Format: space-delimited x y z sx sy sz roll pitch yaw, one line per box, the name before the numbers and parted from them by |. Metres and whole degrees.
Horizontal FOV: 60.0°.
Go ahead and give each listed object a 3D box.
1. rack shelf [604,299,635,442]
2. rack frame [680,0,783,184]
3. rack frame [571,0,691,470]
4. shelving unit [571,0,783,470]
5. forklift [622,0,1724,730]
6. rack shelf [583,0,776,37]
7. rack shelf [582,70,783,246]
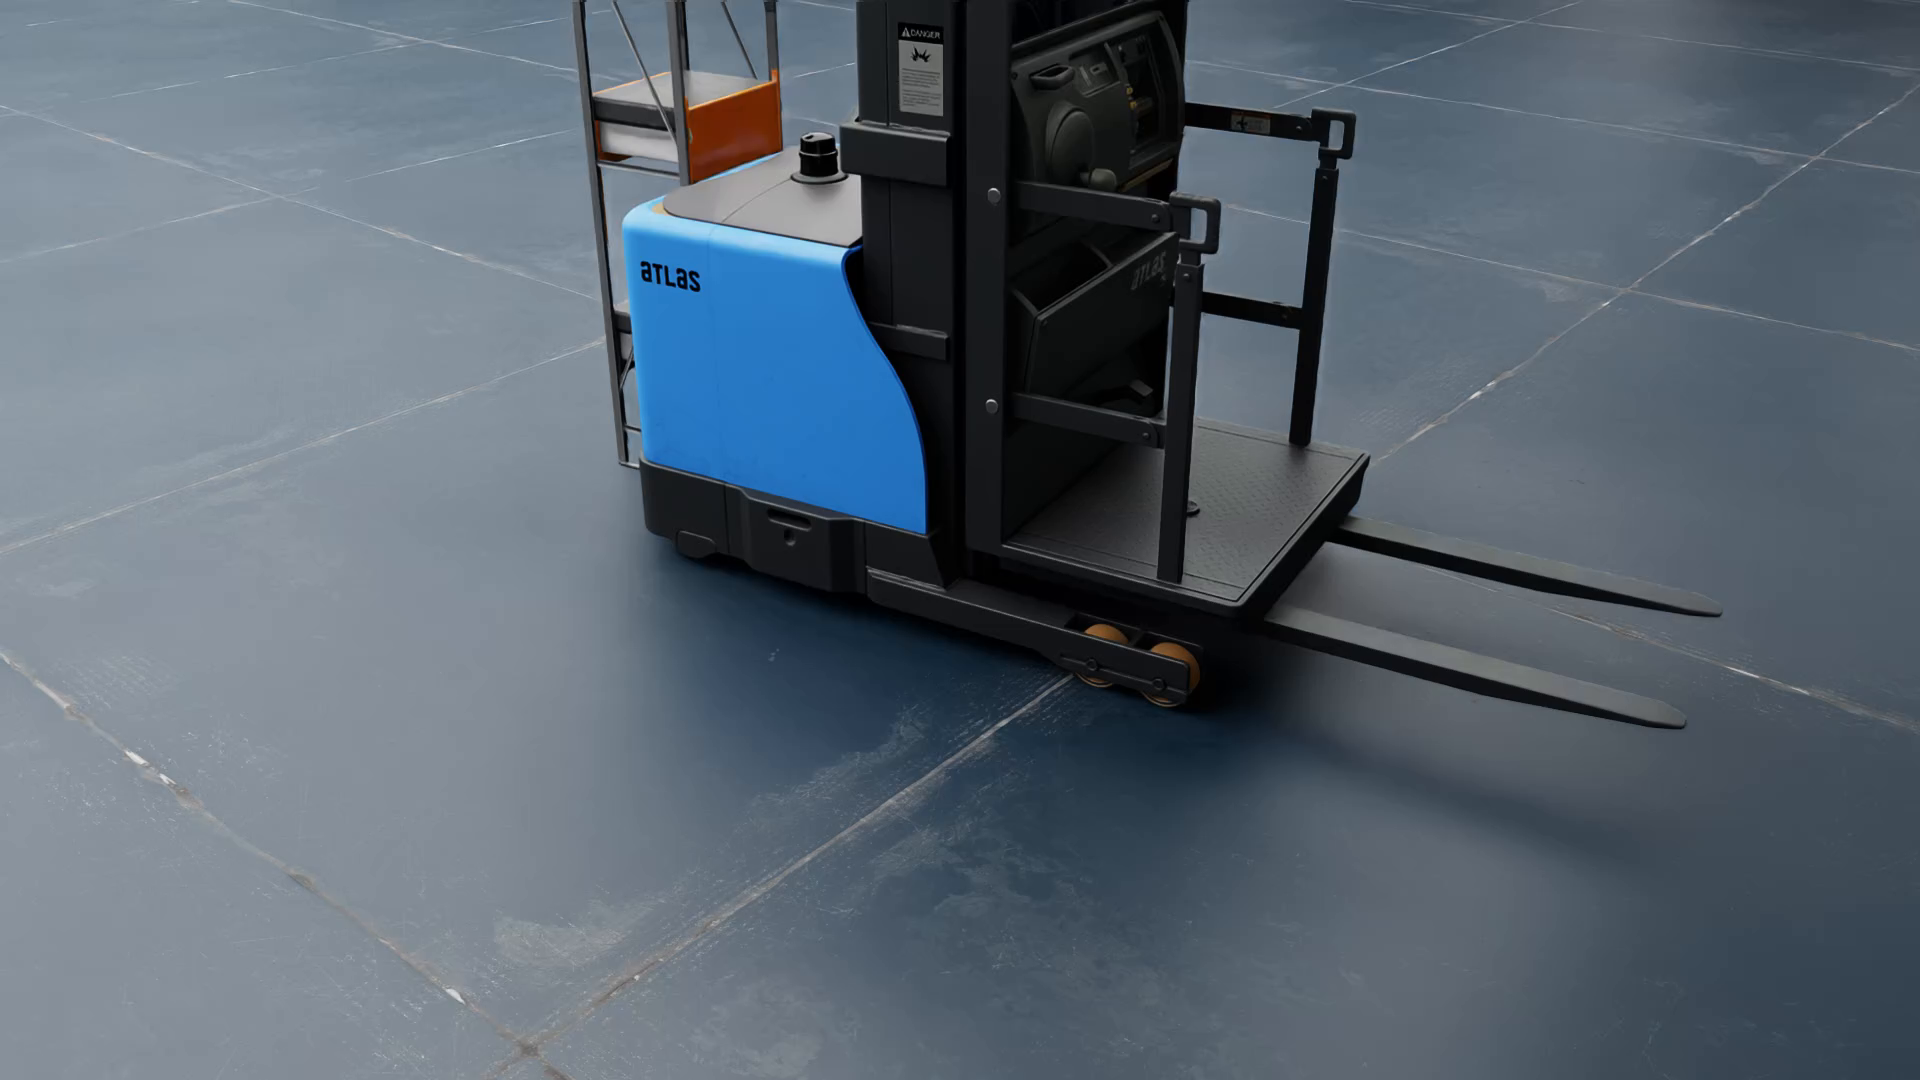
rack shelf | -0.881 -0.614 5.705 0.431 0.518 0.480 15 31 26
rack frame | -0.761 -1.345 5.565 0.400 2.100 0.015 15 31 26
rack frame | -1.002 -1.150 5.188 0.400 2.100 0.015 15 31 26
shelving unit | -0.881 -1.248 5.377 0.431 2.100 0.503 15 31 26
forklift | 0.553 -1.140 4.263 3.031 2.935 1.130 15 31 26
rack shelf | -0.881 -1.857 5.061 0.431 0.518 0.480 15 31 26
rack shelf | -0.881 -1.236 5.383 0.431 0.518 0.480 15 31 26
